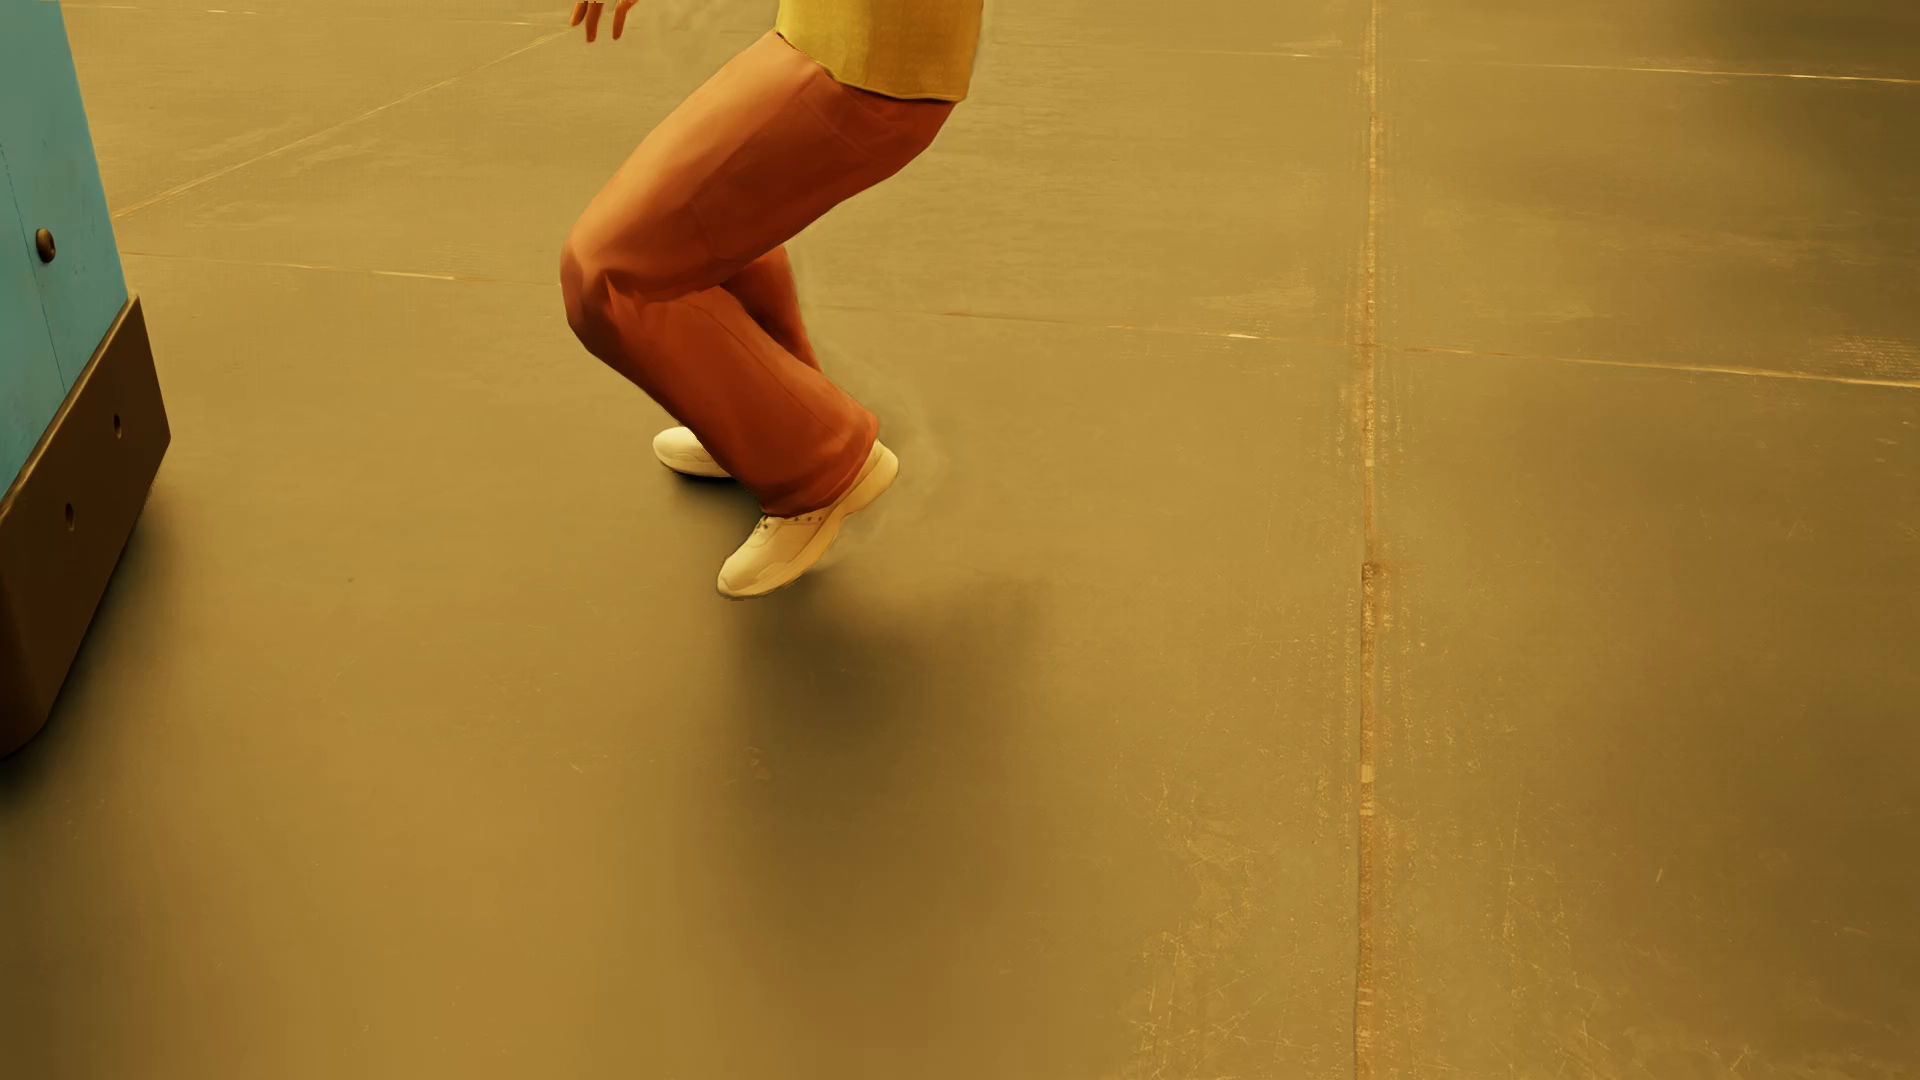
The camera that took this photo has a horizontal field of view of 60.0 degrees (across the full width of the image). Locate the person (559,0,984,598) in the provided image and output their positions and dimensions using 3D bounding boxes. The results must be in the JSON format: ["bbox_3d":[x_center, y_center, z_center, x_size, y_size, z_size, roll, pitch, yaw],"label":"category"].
[{"bbox_3d":[-0.272,-0.644,2.088,0.628,1.515,0.778,-1,27,-2],"label":"person"}]

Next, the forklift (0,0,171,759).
[{"bbox_3d":[-2.628,-1.053,1.334,3.031,2.935,1.130,-6,27,-12],"label":"forklift"}]
